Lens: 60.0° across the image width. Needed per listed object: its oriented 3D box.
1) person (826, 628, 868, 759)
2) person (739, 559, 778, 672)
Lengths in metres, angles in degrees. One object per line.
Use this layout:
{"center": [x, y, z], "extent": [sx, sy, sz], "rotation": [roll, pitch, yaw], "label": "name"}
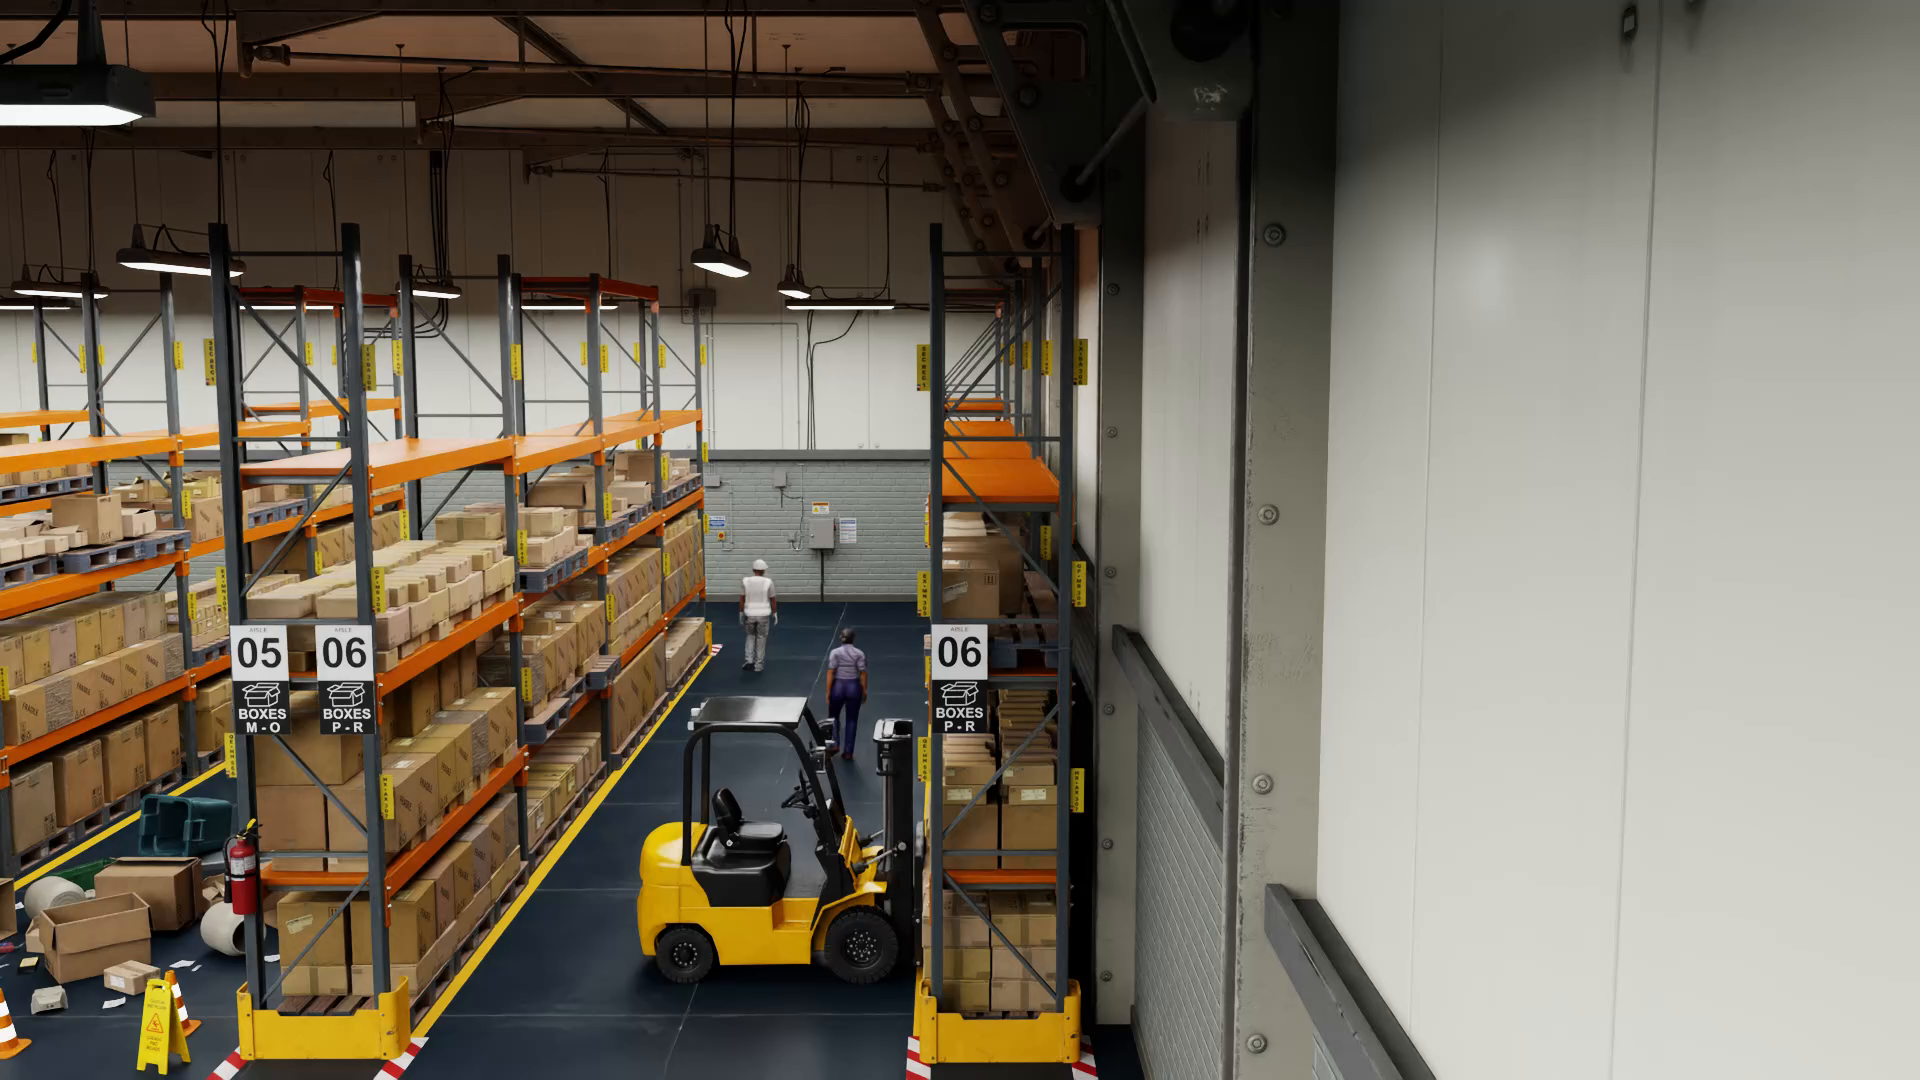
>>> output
{"center": [-1.434, 1.934, 20.853], "extent": [0.557, 1.686, 0.423], "rotation": [0, 7, -4], "label": "person"}
{"center": [-3.195, 1.191, 26.431], "extent": [0.598, 1.792, 0.430], "rotation": [1, 7, 7], "label": "person"}
